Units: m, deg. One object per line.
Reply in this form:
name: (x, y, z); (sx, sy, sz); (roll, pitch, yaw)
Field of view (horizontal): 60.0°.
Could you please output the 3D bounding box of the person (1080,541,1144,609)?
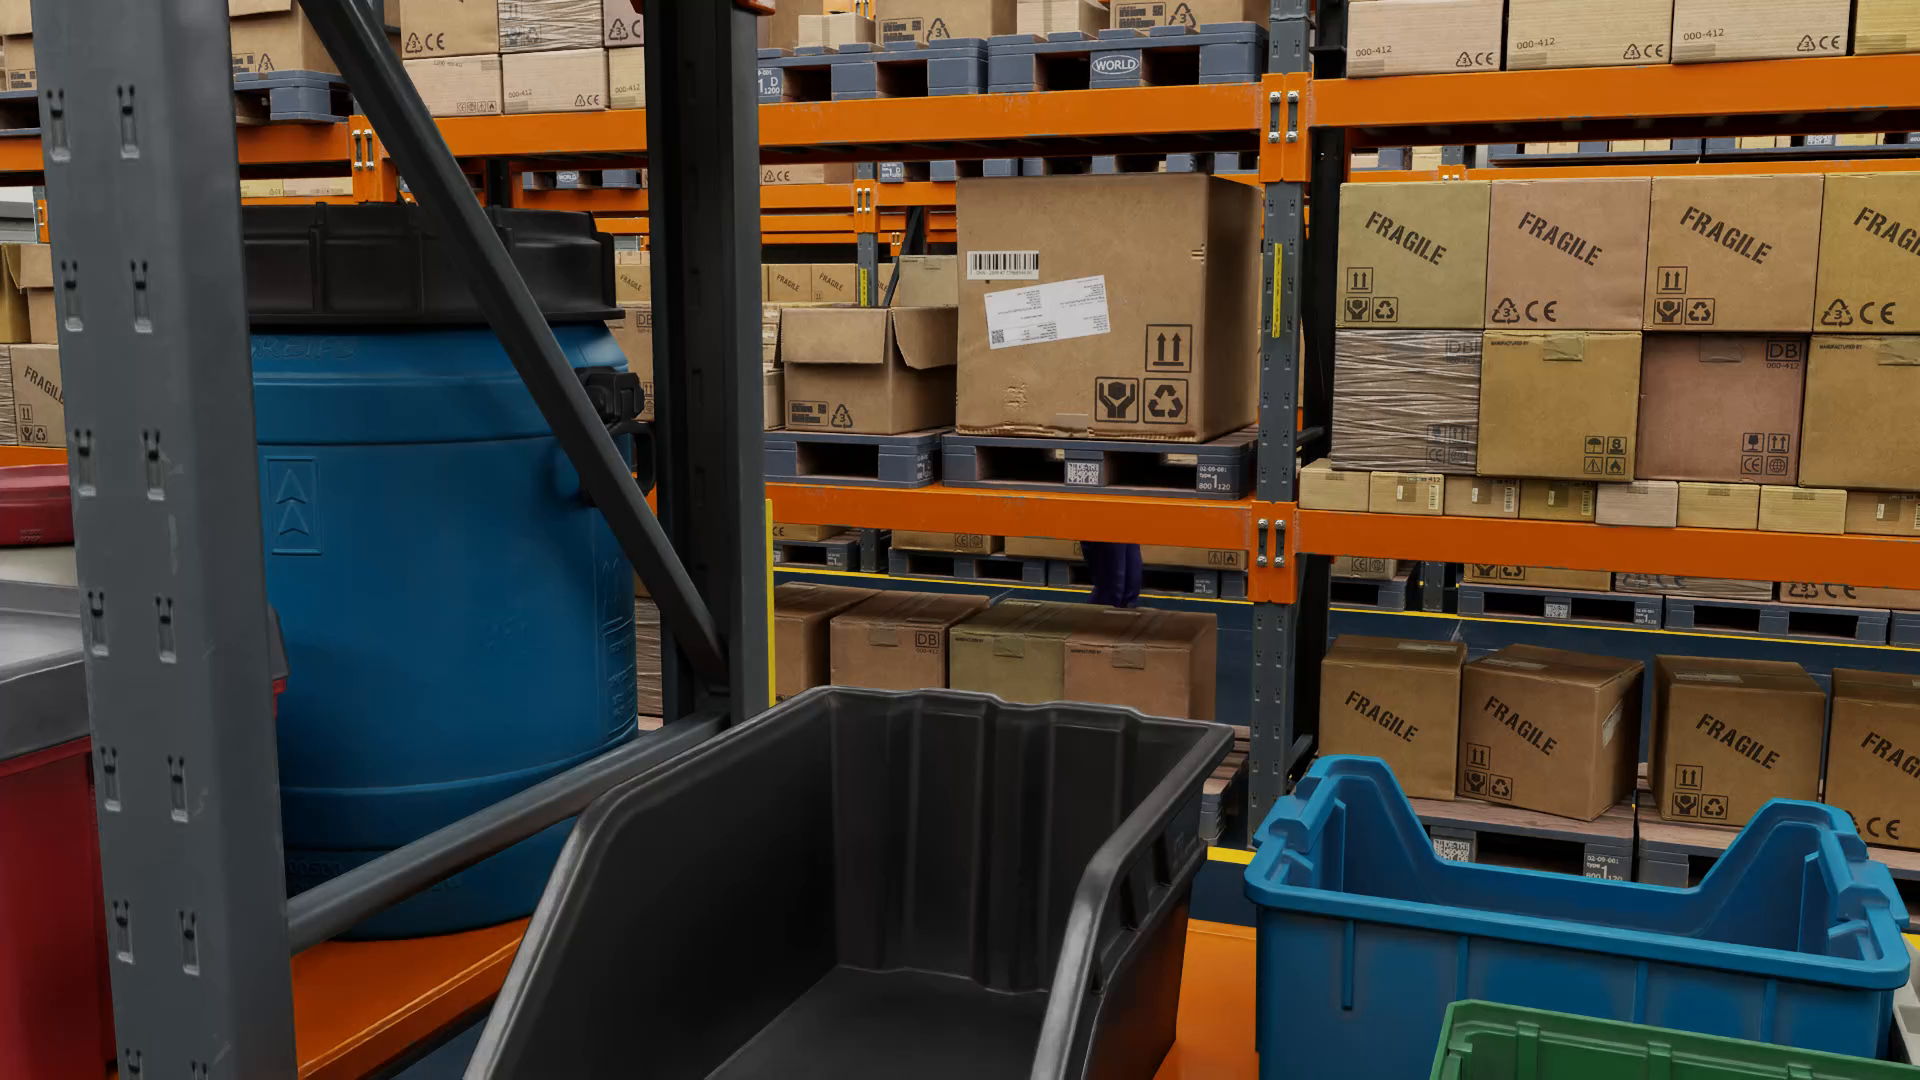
person: (0.849, -0.109, 9.082); (0.413, 1.652, 0.538); (3, 9, 21)
